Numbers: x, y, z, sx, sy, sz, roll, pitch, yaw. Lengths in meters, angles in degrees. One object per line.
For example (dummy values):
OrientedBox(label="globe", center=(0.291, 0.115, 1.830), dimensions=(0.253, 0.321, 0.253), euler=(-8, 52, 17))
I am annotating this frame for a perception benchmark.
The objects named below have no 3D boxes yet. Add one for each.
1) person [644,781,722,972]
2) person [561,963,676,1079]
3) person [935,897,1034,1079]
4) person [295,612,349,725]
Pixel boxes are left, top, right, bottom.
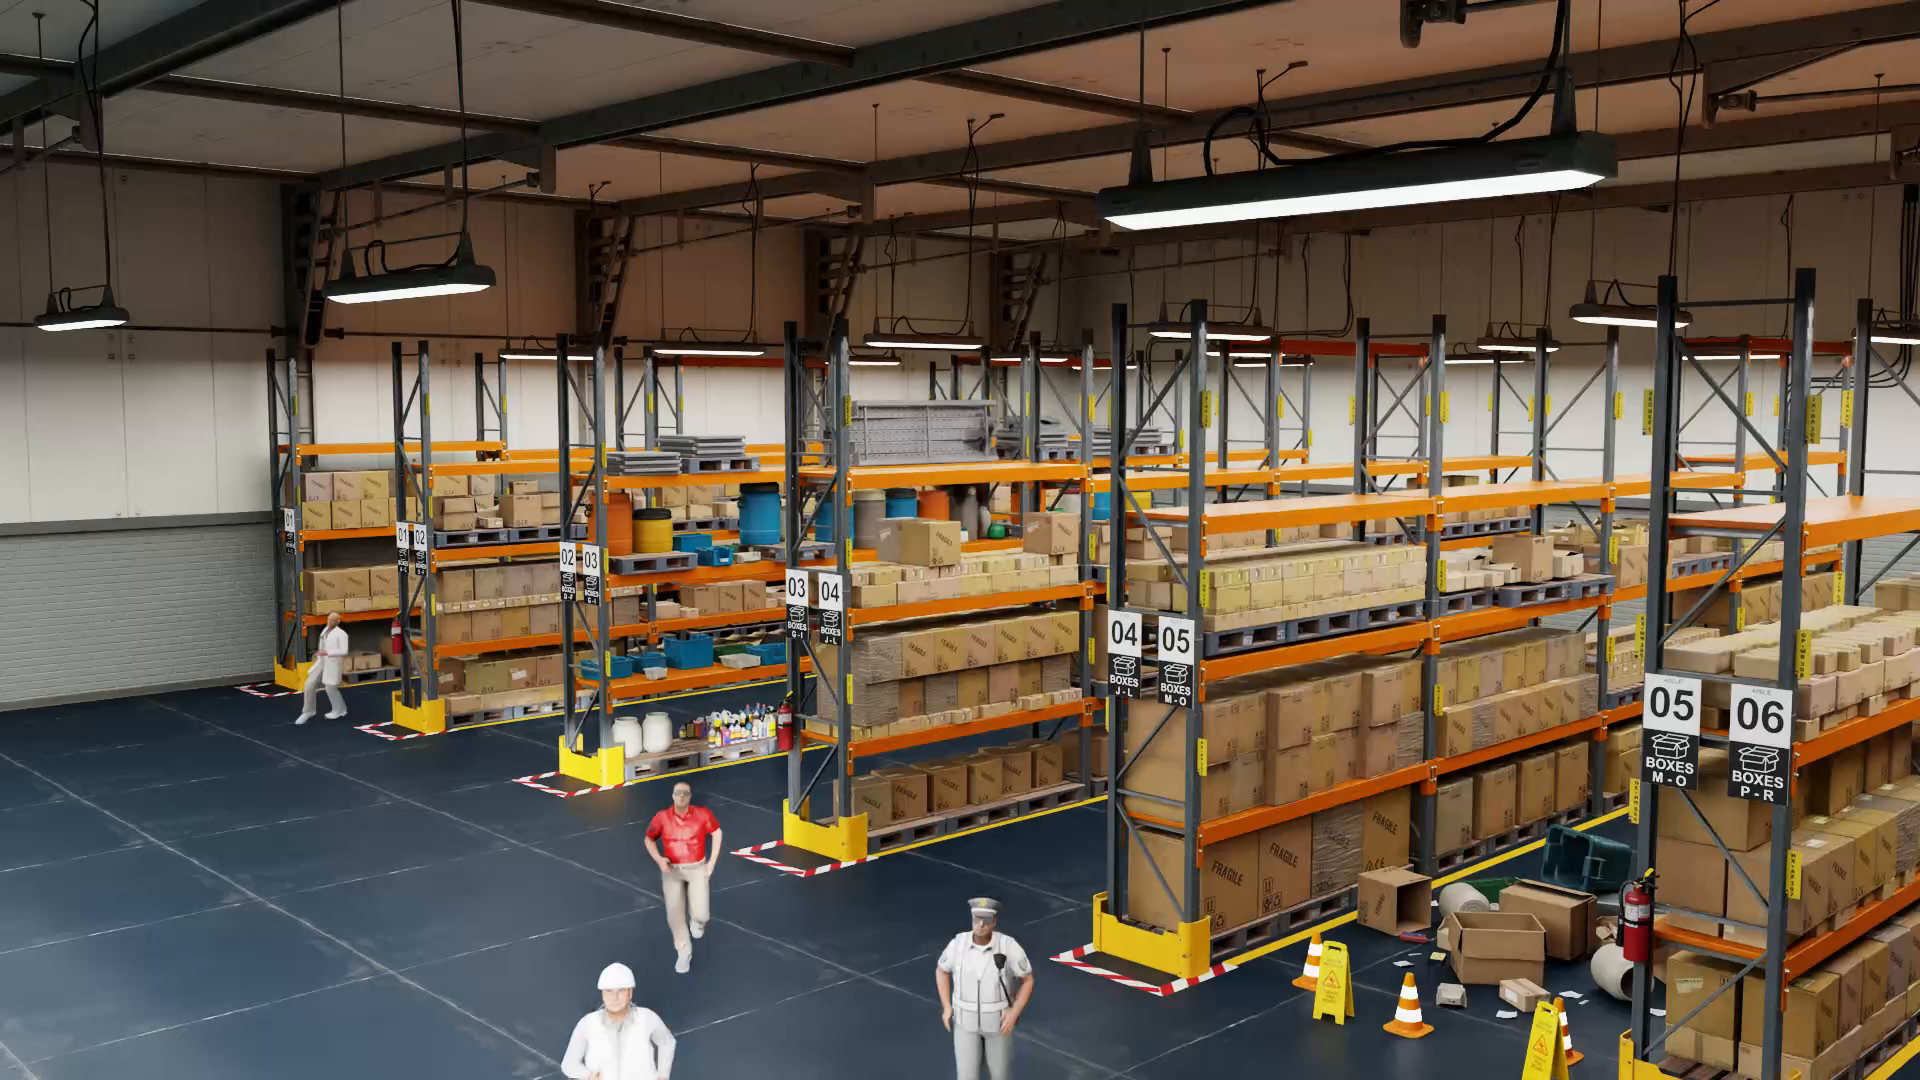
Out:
OrientedBox(label="person", center=(-2.515, 3.031, 15.160), dimensions=(0.699, 1.694, 0.576), euler=(-1, 5, -13))
OrientedBox(label="person", center=(-2.057, 3.409, 10.043), dimensions=(0.672, 1.752, 0.859), euler=(-1, 5, -7))
OrientedBox(label="person", center=(0.166, 3.294, 11.508), dimensions=(0.699, 1.738, 0.792), euler=(1, 5, 8))
OrientedBox(label="person", center=(-9.975, 2.021, 26.297), dimensions=(0.766, 1.769, 0.805), euler=(3, 6, 29))
